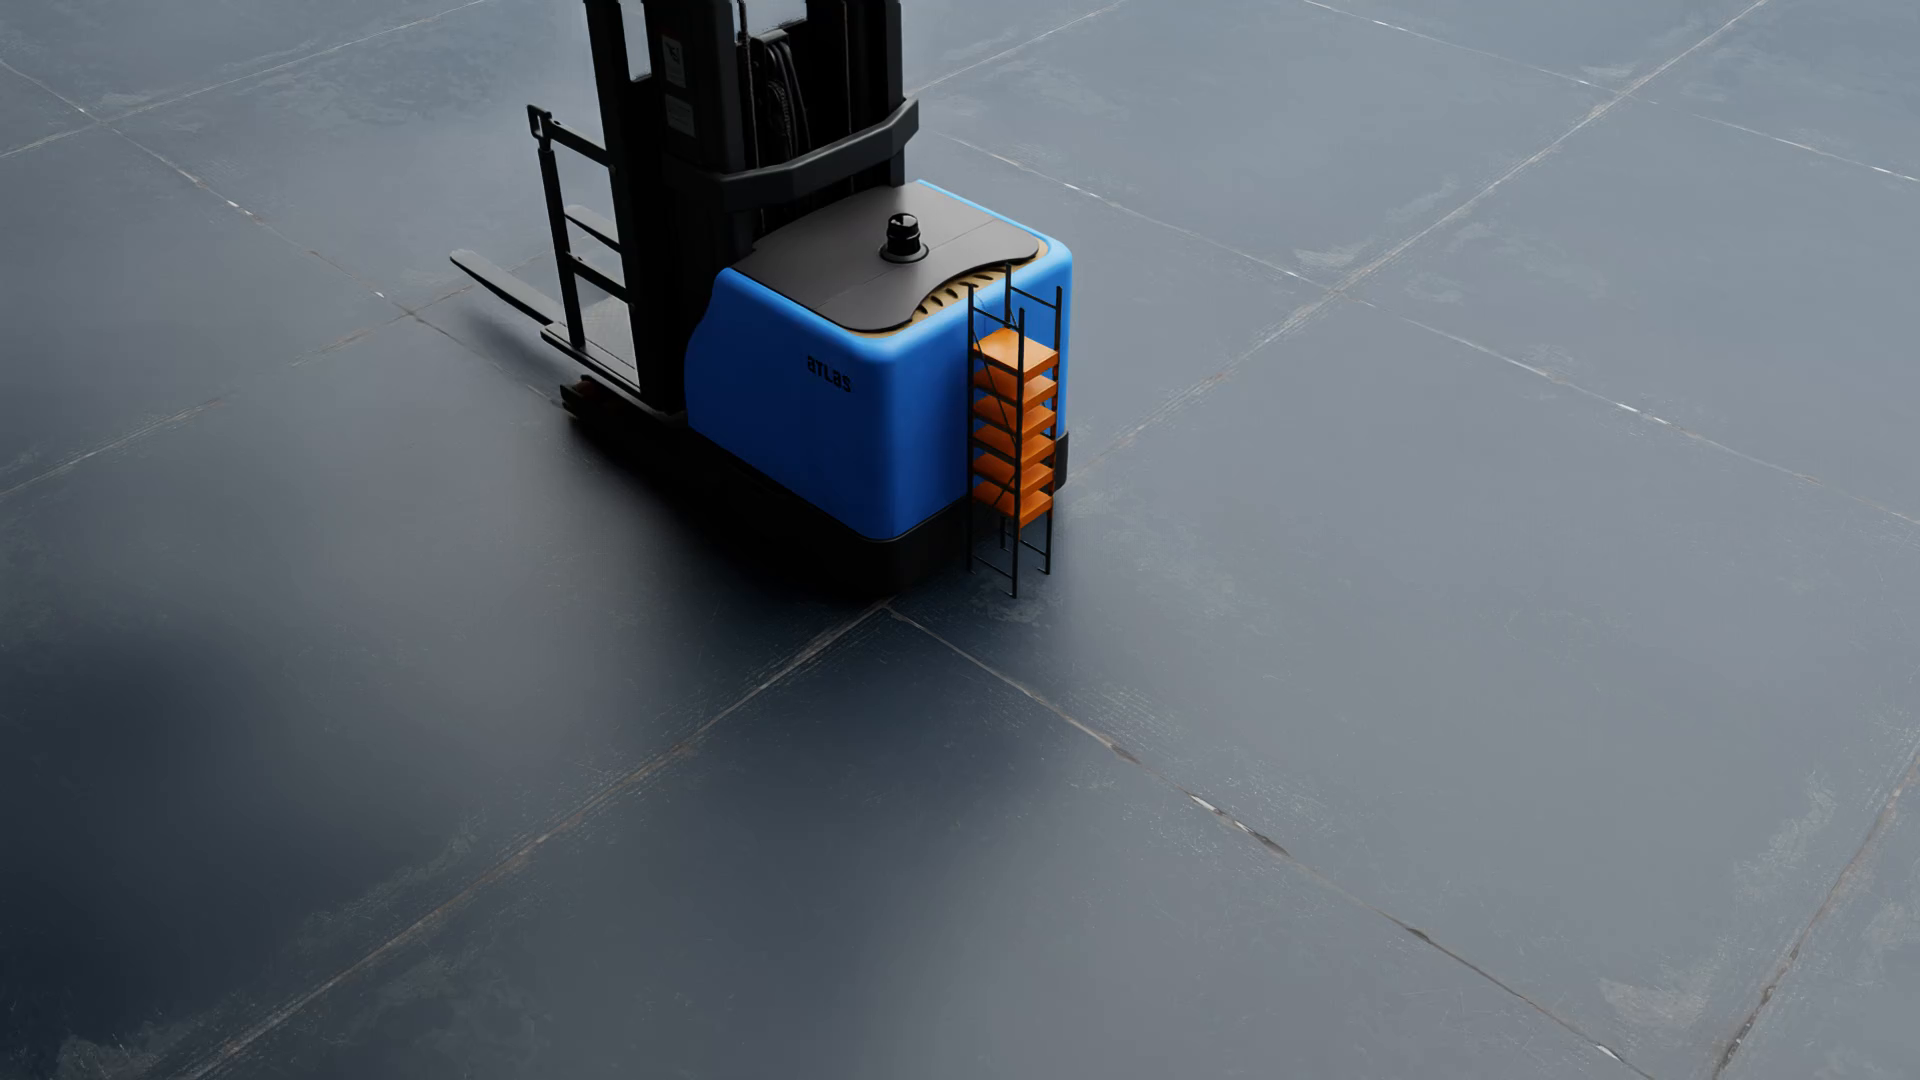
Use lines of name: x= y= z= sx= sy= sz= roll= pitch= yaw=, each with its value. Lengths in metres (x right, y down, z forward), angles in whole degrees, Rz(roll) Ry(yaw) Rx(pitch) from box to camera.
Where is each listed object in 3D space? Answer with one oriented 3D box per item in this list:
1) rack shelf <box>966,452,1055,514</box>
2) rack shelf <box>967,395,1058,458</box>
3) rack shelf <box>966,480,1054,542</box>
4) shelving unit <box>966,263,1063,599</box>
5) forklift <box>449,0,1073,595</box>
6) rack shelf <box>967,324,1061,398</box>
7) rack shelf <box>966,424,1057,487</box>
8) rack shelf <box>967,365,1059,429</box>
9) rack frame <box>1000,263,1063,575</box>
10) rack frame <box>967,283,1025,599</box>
rack shelf: x=0.178 y=-0.221 z=5.828 sx=0.258 sy=0.103 sz=0.180 roll=30 pitch=47 yaw=32
rack shelf: x=0.178 y=-0.409 z=5.679 sx=0.258 sy=0.103 sz=0.180 roll=30 pitch=47 yaw=32
rack shelf: x=0.178 y=-0.127 z=5.903 sx=0.258 sy=0.103 sz=0.180 roll=30 pitch=47 yaw=32
shelving unit: x=0.178 y=-0.350 z=5.726 sx=0.258 sy=1.200 sz=0.189 roll=30 pitch=47 yaw=32
forklift: x=-0.995 y=-1.758 z=6.106 sx=3.031 sy=2.935 sz=1.130 roll=31 pitch=48 yaw=33
rack shelf: x=0.178 y=-0.597 z=5.529 sx=0.258 sy=0.103 sz=0.180 roll=30 pitch=47 yaw=32
rack shelf: x=0.178 y=-0.315 z=5.753 sx=0.258 sy=0.103 sz=0.180 roll=30 pitch=47 yaw=32
rack shelf: x=0.178 y=-0.503 z=5.604 sx=0.258 sy=0.103 sz=0.180 roll=30 pitch=47 yaw=32
rack frame: x=0.240 y=-0.391 z=5.778 sx=0.240 sy=1.200 sz=0.006 roll=30 pitch=47 yaw=32
rack frame: x=0.115 y=-0.308 z=5.673 sx=0.240 sy=1.200 sz=0.006 roll=30 pitch=47 yaw=32
